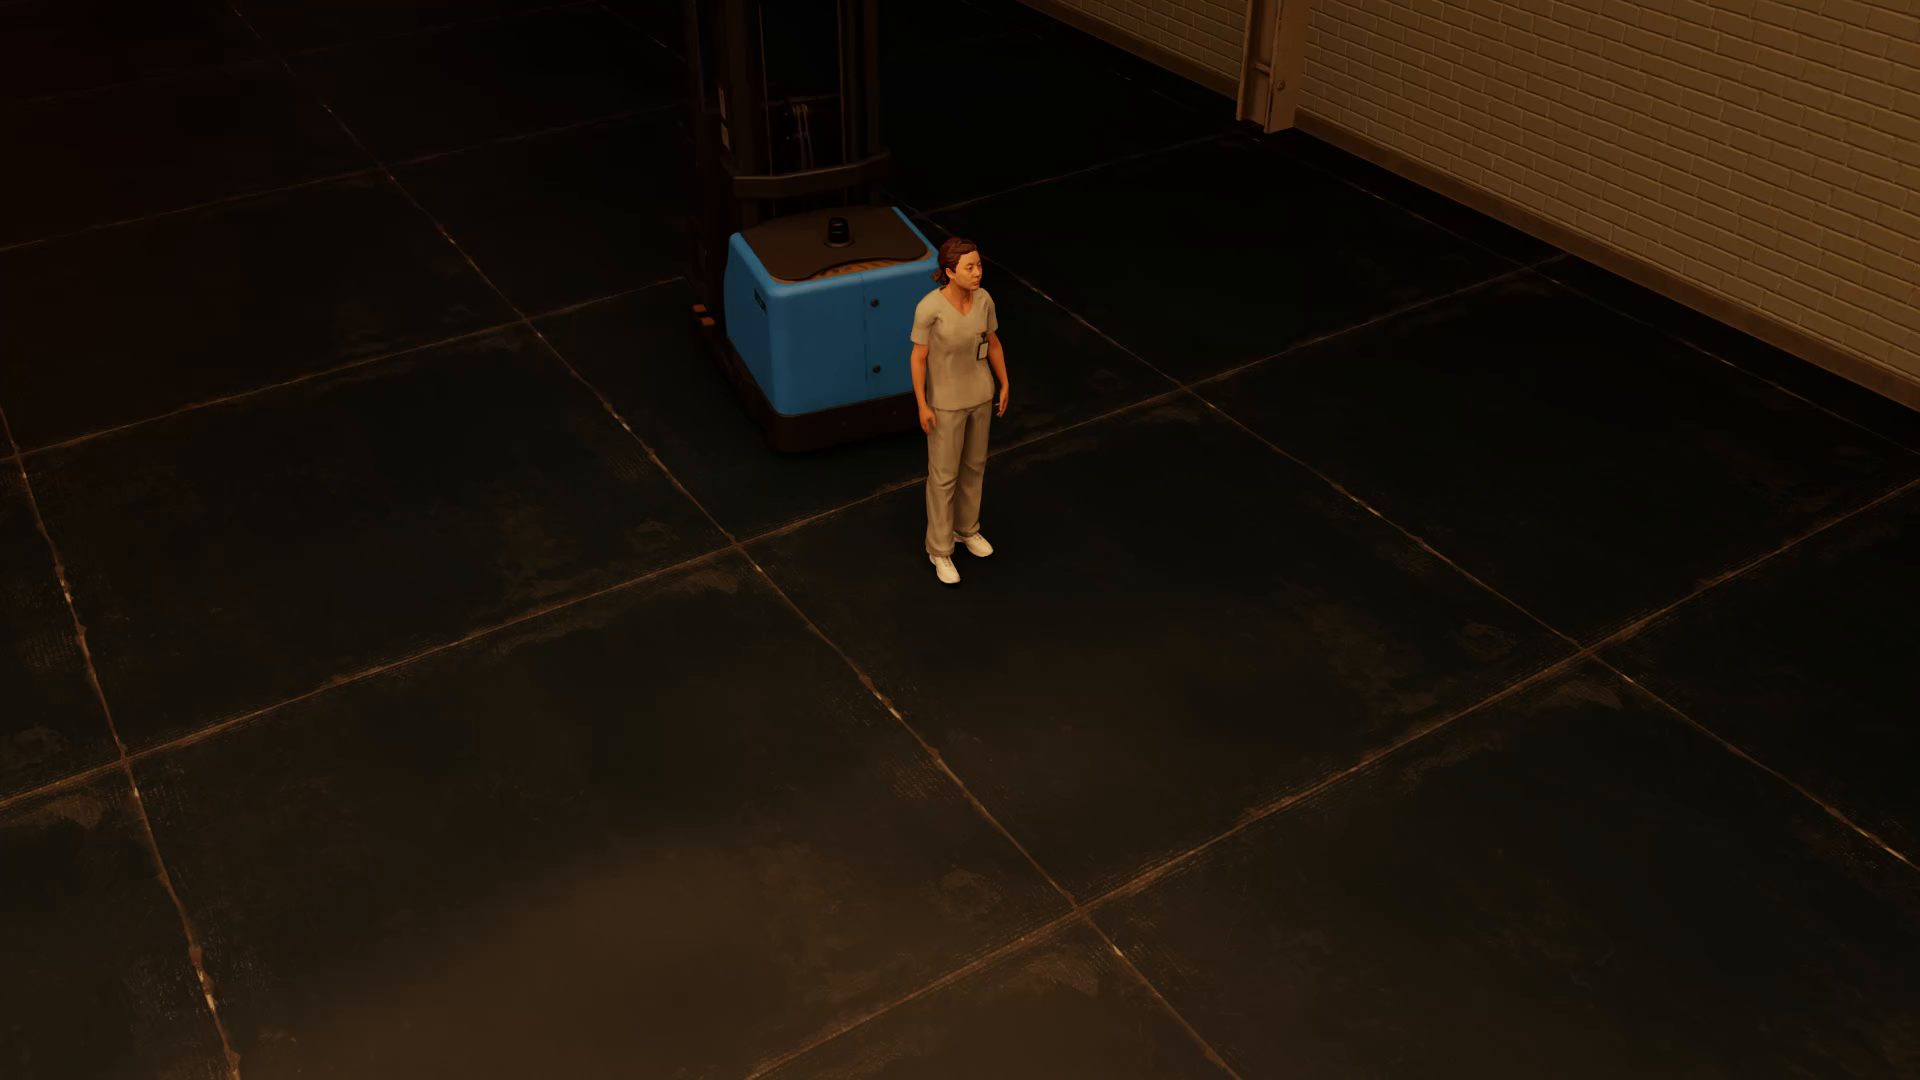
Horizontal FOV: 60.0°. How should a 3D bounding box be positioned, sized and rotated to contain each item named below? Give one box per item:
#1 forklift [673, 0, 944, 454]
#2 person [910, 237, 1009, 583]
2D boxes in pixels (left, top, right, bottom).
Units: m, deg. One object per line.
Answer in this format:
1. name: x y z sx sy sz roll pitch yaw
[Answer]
1. forklift: -1.089 -2.521 9.735 1.130 2.935 3.031 -13 37 -18
2. person: 0.029 -0.648 8.158 0.549 1.665 0.549 -21 40 -27
